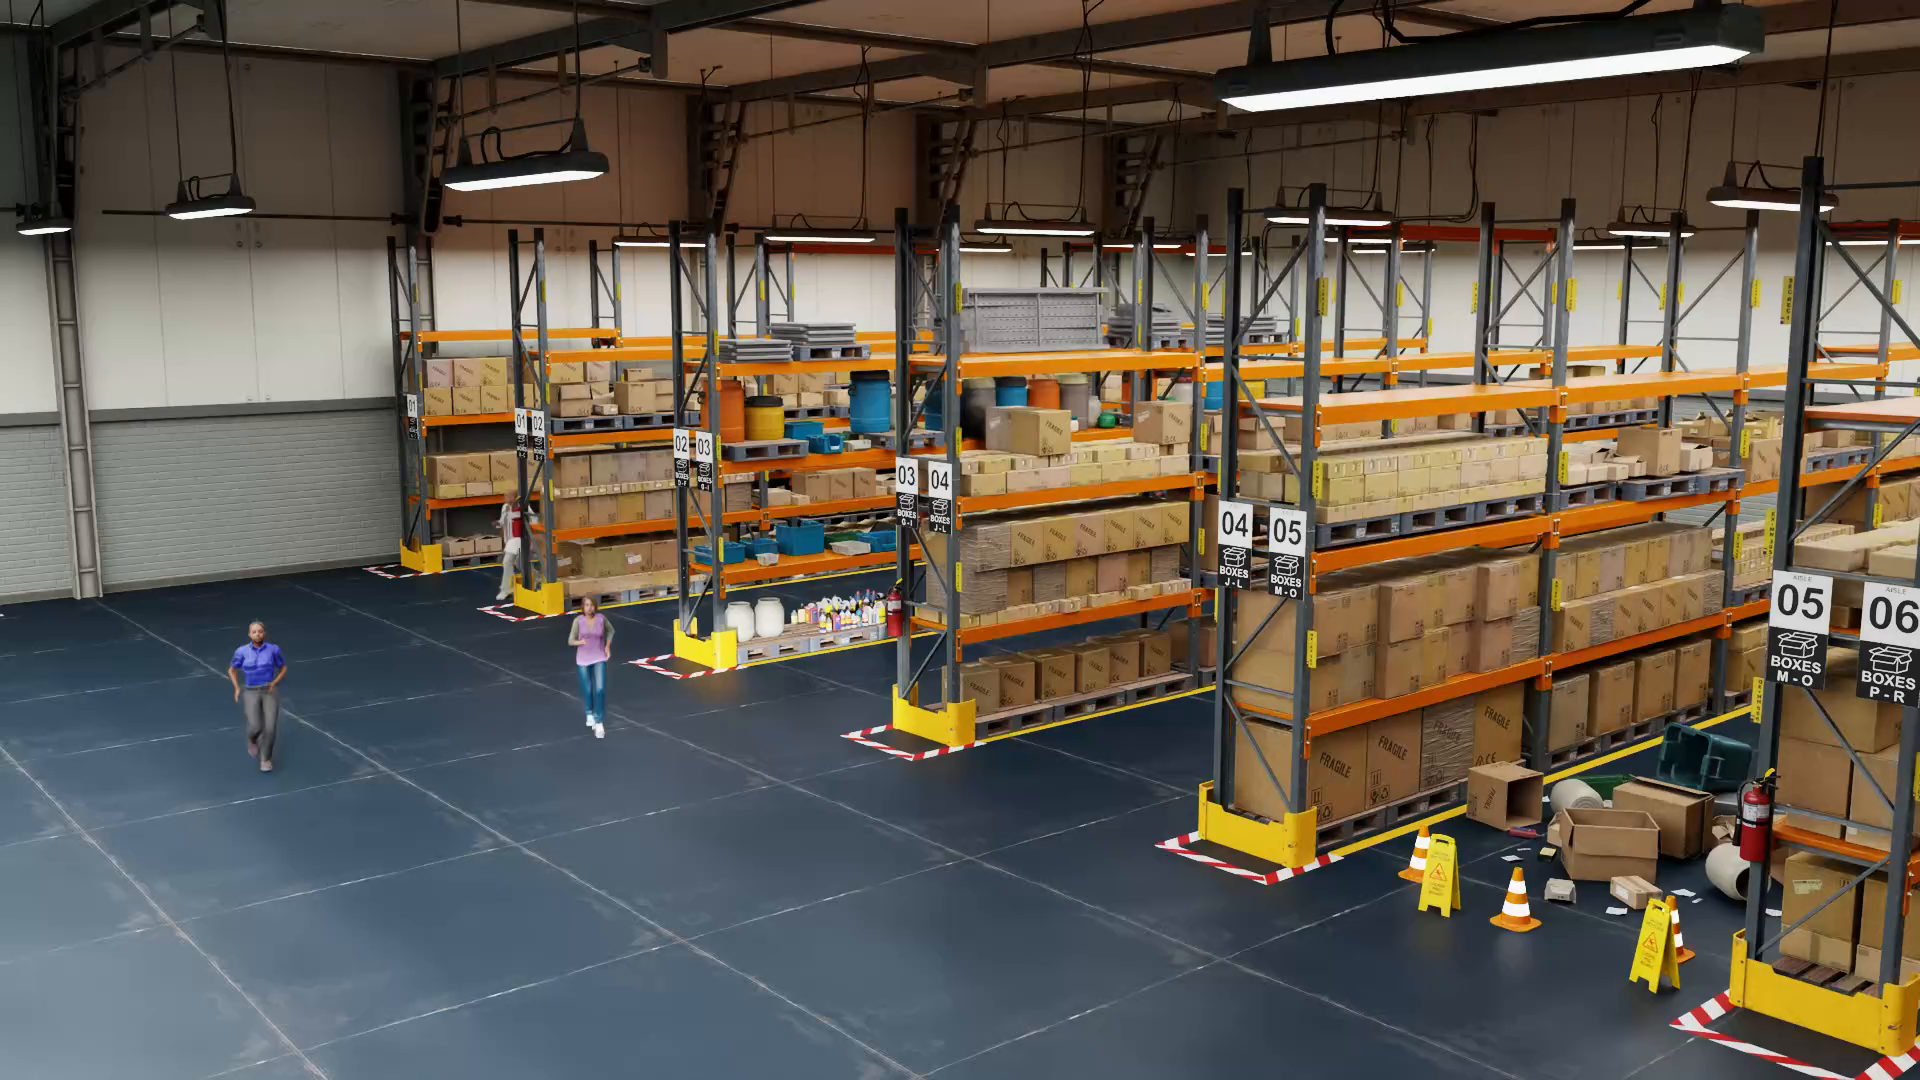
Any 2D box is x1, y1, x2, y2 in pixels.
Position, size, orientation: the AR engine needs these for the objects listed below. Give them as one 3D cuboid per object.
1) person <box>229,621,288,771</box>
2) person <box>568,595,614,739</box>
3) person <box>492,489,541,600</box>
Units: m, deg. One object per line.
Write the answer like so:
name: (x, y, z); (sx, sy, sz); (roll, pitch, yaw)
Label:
person: (-7.464, 1.672, 17.744); (0.574, 1.601, 0.558); (-4, 10, -27)
person: (-4.241, 1.441, 19.160); (0.516, 1.635, 0.678); (-2, 9, -11)
person: (-7.399, 0.044, 27.719); (0.730, 1.813, 0.989); (8, 12, 43)
